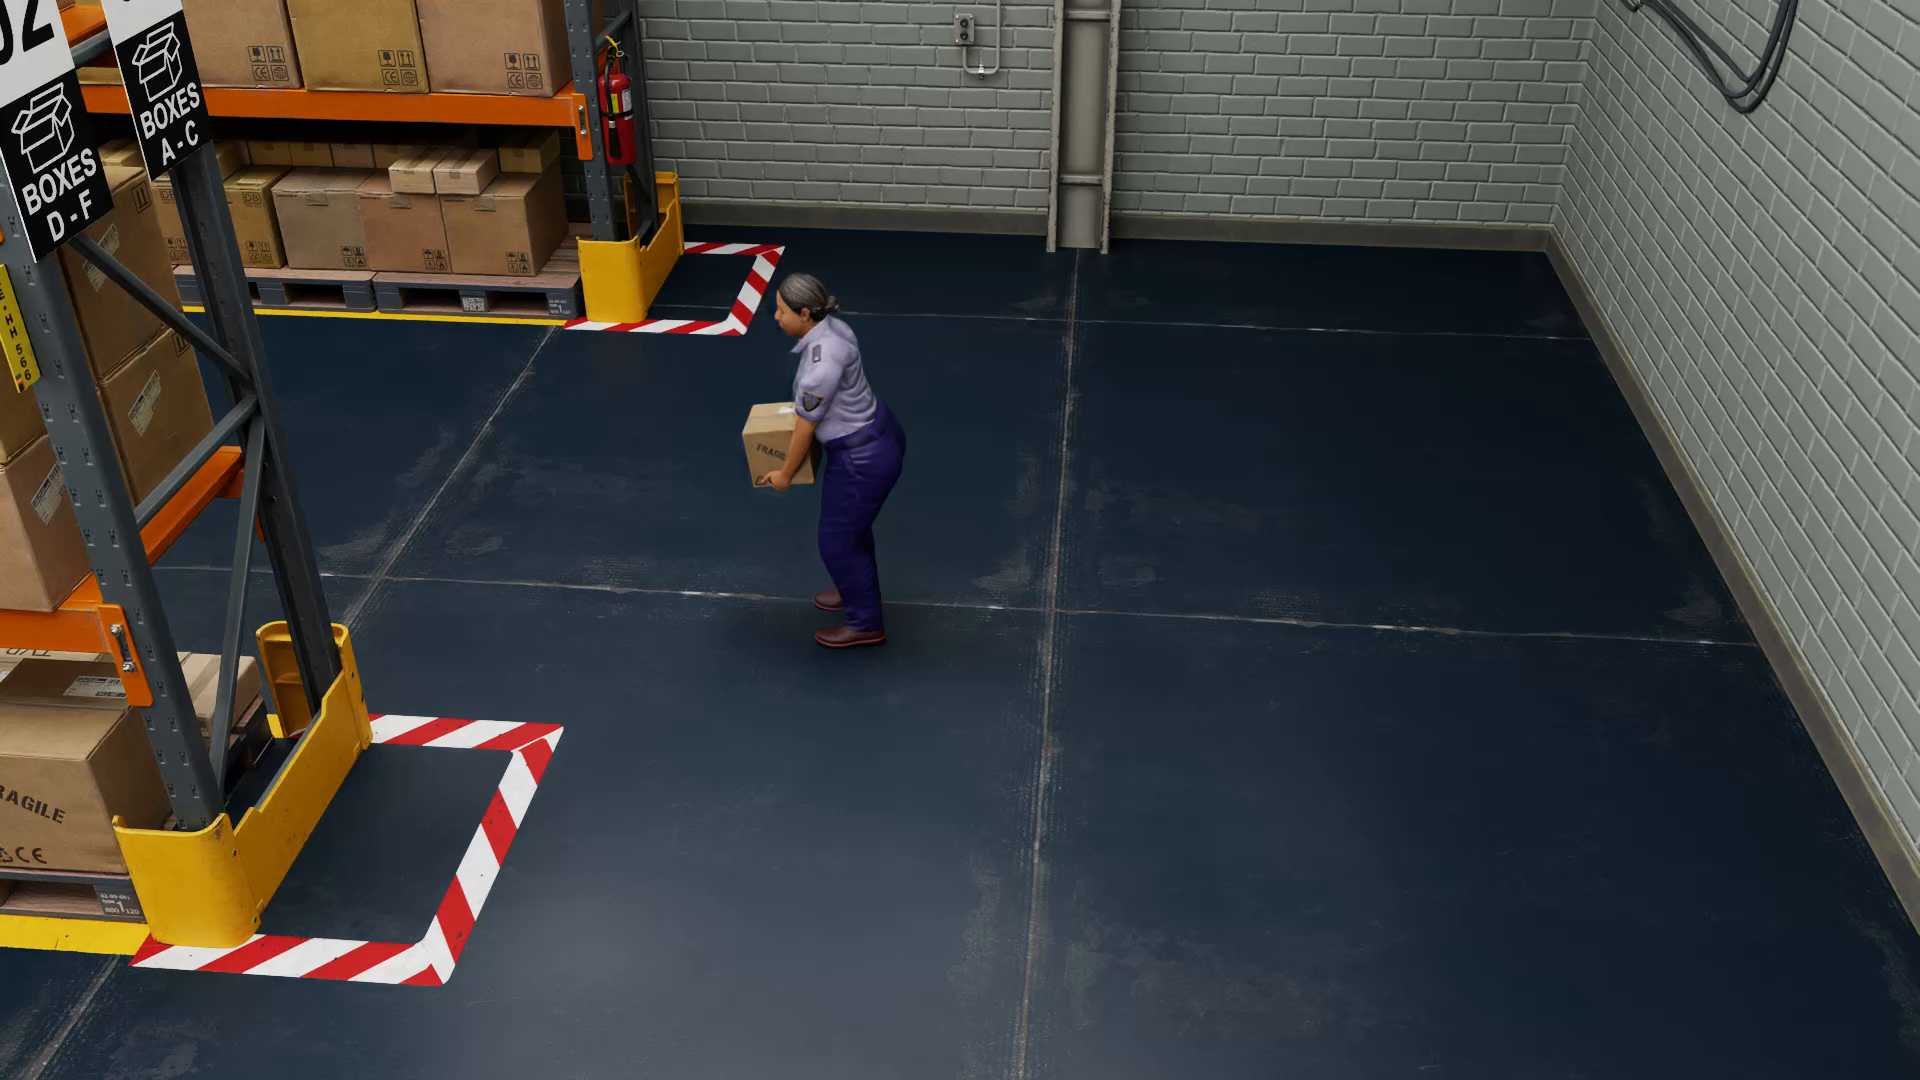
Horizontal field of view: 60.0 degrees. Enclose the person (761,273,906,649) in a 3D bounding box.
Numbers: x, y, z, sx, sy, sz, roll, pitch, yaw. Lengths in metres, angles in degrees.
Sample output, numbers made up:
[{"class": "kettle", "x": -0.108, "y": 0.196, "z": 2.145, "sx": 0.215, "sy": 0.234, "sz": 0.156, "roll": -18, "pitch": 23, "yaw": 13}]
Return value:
[{"class": "person", "x": -0.506, "y": -0.325, "z": 6.713, "sx": 0.567, "sy": 1.610, "sz": 0.434, "roll": 2, "pitch": 32, "yaw": 3}]
